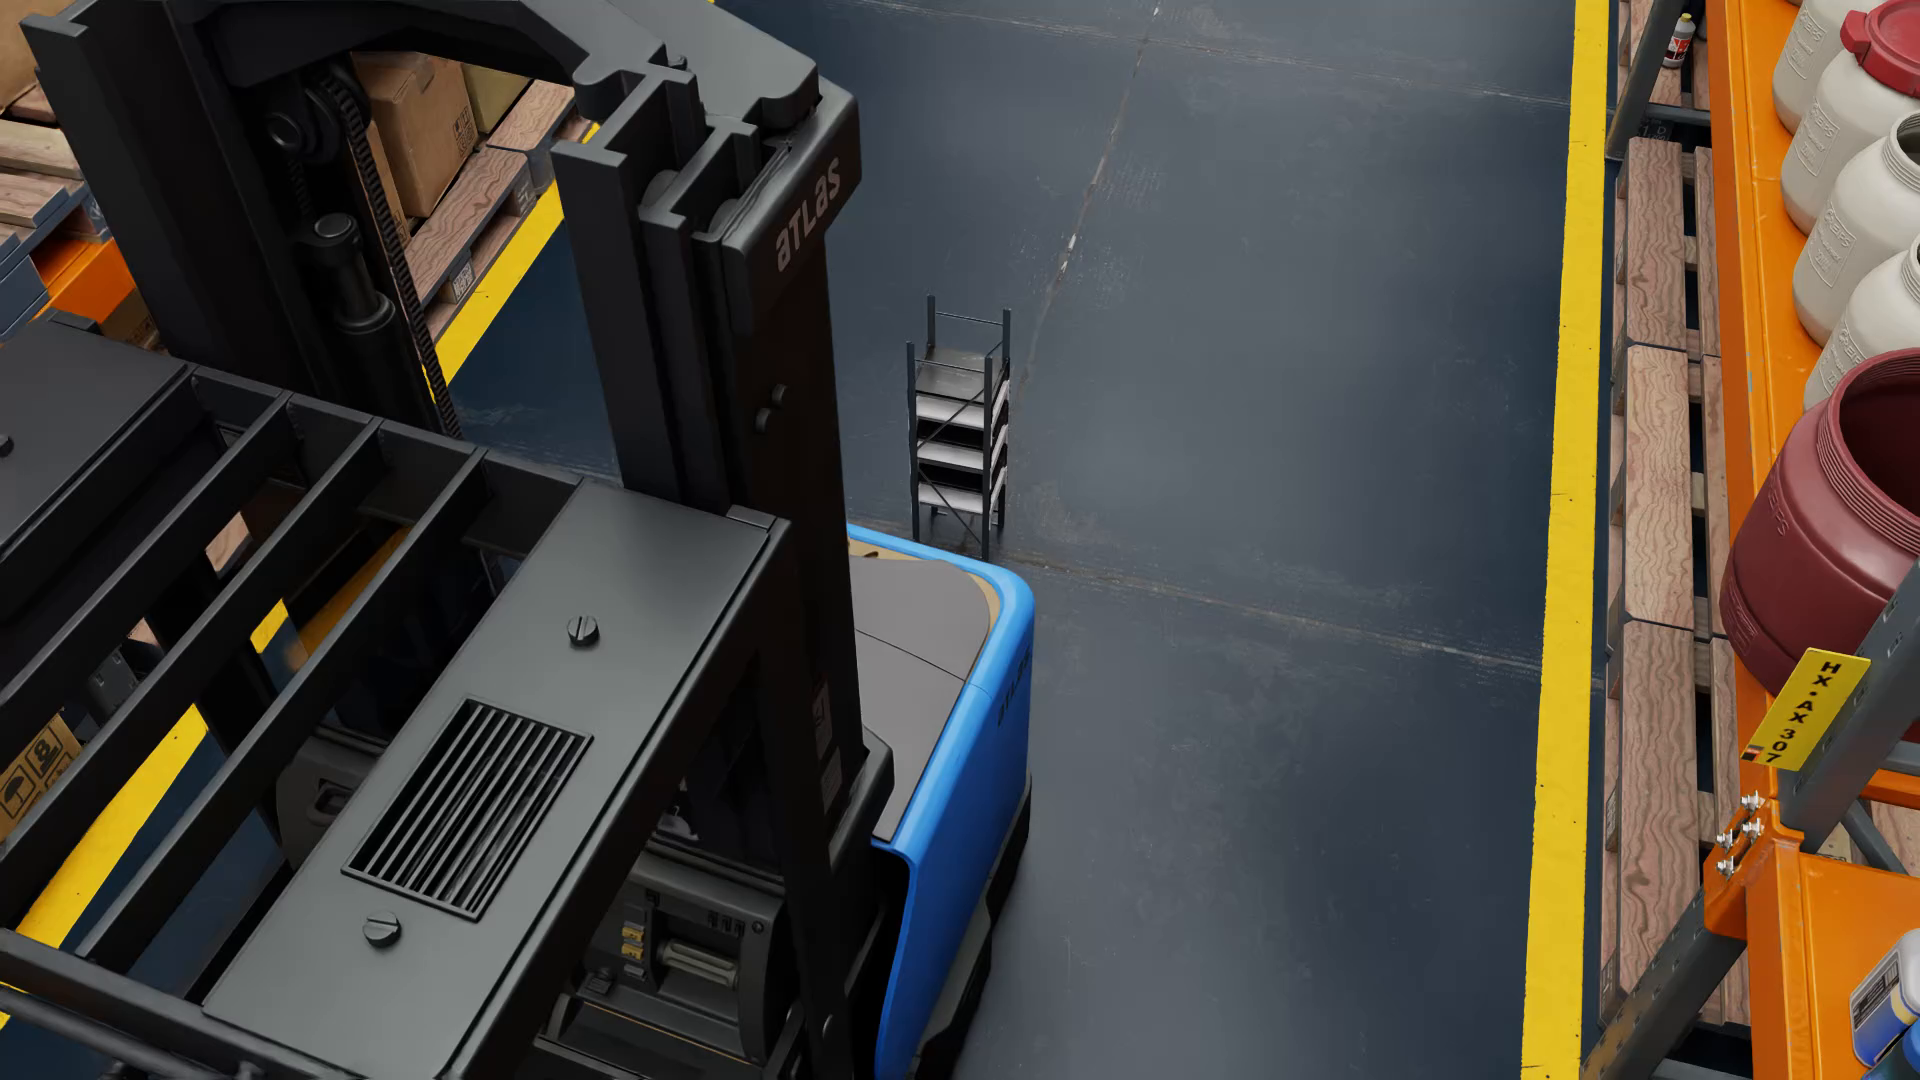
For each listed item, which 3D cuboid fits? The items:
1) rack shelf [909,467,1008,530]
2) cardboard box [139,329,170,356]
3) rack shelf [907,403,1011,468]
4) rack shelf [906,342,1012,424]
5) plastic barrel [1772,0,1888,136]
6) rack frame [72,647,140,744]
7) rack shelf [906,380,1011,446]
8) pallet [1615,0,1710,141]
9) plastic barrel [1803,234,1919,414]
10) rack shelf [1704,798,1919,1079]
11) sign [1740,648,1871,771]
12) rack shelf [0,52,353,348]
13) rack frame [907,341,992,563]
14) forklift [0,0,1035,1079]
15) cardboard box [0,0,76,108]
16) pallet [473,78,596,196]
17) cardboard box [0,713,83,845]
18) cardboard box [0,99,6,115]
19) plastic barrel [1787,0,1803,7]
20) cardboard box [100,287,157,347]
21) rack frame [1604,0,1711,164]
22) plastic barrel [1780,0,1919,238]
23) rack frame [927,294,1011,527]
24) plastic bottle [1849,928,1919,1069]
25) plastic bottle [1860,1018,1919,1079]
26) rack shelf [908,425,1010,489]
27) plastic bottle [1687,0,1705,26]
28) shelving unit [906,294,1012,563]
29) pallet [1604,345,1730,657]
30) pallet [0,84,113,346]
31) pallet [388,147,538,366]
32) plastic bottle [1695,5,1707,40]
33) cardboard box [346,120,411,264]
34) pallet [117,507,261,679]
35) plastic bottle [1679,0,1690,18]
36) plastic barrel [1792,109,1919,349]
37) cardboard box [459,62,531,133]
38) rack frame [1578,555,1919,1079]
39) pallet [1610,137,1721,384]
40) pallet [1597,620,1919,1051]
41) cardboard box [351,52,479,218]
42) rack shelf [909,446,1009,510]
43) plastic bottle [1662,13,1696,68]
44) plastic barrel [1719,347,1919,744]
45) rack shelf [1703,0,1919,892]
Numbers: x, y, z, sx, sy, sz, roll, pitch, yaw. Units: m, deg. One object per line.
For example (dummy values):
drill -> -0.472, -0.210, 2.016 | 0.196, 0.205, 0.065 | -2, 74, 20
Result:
rack shelf -> -0.002, -0.151, 5.067 | 0.258, 0.077, 0.200 | 12, 50, 10
cardboard box -> -2.630, -0.329, 4.914 | 0.700, 0.500, 0.500 | 9, 49, 8
rack shelf -> -0.002, -0.329, 4.865 | 0.258, 0.077, 0.200 | 12, 50, 10
rack shelf -> -0.002, -0.449, 4.730 | 0.258, 0.077, 0.200 | 12, 50, 10
plastic barrel -> 2.388, -1.304, 4.309 | 0.433, 0.535, 0.433 | 0, 49, 0
rack frame -> -2.787, -0.522, 3.710 | 1.000, 3.000, 0.127 | 12, 50, 10
rack shelf -> -0.002, -0.389, 4.797 | 0.258, 0.077, 0.200 | 12, 50, 10
pallet -> 3.261, -1.993, 6.868 | 1.003, 0.211, 1.213 | 12, 50, 10
plastic barrel -> 2.056, -0.368, 3.500 | 0.421, 0.512, 0.421 | 0, 49, 0
rack shelf -> 1.465, 2.140, 1.841 | 1.077, 0.370, 4.000 | 12, 50, 10
sign -> 1.459, 0.297, 2.878 | 0.100, 0.325, 0.005 | 12, 50, 10
rack shelf -> -2.261, -1.731, 5.257 | 1.077, 0.370, 4.000 | 12, 50, 10
rack frame -> -0.029, -0.218, 4.843 | 0.240, 0.900, 0.006 | 12, 50, 10
forklift -> -0.812, 0.728, 2.653 | 1.130, 2.935, 3.031 | 16, 50, 14
cardboard box -> -2.633, -1.516, 4.241 | 0.700, 0.500, 0.500 | 18, 51, 16
pallet -> -1.938, -1.930, 6.812 | 1.003, 0.211, 1.213 | 12, 50, 10
cardboard box -> -2.989, 0.537, 3.913 | 1.225, 0.875, 0.875 | 9, 49, 8
cardboard box -> -2.683, -1.093, 3.867 | 0.500, 0.500, 0.500 | 6, 49, 5
plastic barrel -> 2.581, -1.835, 4.778 | 0.433, 0.535, 0.433 | 0, 49, 0
cardboard box -> -2.640, -0.580, 4.634 | 0.500, 0.250, 0.500 | 13, 50, 12
rack frame -> 3.044, -2.438, 5.401 | 1.000, 3.000, 0.127 | 12, 50, 10
plastic barrel -> 2.274, -0.991, 4.033 | 0.433, 0.535, 0.433 | 0, 49, 0
rack frame -> 0.025, -0.365, 4.972 | 0.240, 0.900, 0.006 | 12, 50, 10
plastic bottle -> 1.566, 0.745, 2.674 | 0.152, 0.276, 0.135 | 12, 50, 10
plastic bottle -> 1.509, 0.825, 2.607 | 0.097, 0.271, 0.097 | 0, 49, 0
rack shelf -> -0.002, -0.270, 4.932 | 0.258, 0.077, 0.200 | 12, 50, 10
plastic bottle -> 2.936, -2.230, 6.691 | 0.144, 0.351, 0.185 | 10, 49, 9
shelving unit -> -0.002, -0.292, 4.907 | 0.258, 0.900, 0.210 | 12, 50, 10
pallet -> 2.556, -0.055, 5.157 | 1.003, 0.211, 1.213 | 12, 50, 10
pallet -> -2.702, -0.995, 4.256 | 1.213, 0.211, 1.003 | 12, 50, 10
pallet -> -2.257, -1.044, 6.031 | 1.003, 0.211, 1.213 | 12, 50, 10
plastic bottle -> 3.075, -2.202, 6.666 | 0.144, 0.351, 0.185 | 12, 50, 10
cardboard box -> -2.354, -1.145, 5.633 | 0.700, 0.500, 0.500 | 15, 50, 13
pallet -> -2.580, -0.165, 5.255 | 1.003, 0.211, 1.213 | 12, 50, 10
plastic bottle -> 2.853, -2.098, 6.619 | 0.061, 0.283, 0.133 | 14, 50, 12
plastic barrel -> 2.167, -0.673, 3.769 | 0.421, 0.512, 0.421 | 0, 49, 0
cardboard box -> -2.060, -1.953, 6.347 | 0.700, 0.500, 0.500 | 11, 50, 10
rack frame -> 1.991, 0.455, 2.848 | 1.000, 3.000, 0.127 | 12, 50, 10
pallet -> 2.875, -0.940, 5.939 | 1.003, 0.211, 1.213 | 12, 50, 10
pallet -> 2.233, 0.825, 4.381 | 1.003, 0.211, 1.213 | 12, 50, 10
cardboard box -> -2.207, -1.548, 5.990 | 0.700, 0.500, 0.500 | 8, 49, 7
rack shelf -> -0.002, -0.210, 5.000 | 0.258, 0.077, 0.200 | 12, 50, 10
plastic bottle -> 2.839, -1.982, 6.571 | 0.097, 0.201, 0.097 | 0, 49, 0
plastic barrel -> 1.821, 0.015, 3.146 | 0.600, 0.536, 0.708 | 12, 50, 10
rack shelf -> 2.518, -0.754, 4.394 | 1.077, 0.370, 4.000 | 12, 50, 10
